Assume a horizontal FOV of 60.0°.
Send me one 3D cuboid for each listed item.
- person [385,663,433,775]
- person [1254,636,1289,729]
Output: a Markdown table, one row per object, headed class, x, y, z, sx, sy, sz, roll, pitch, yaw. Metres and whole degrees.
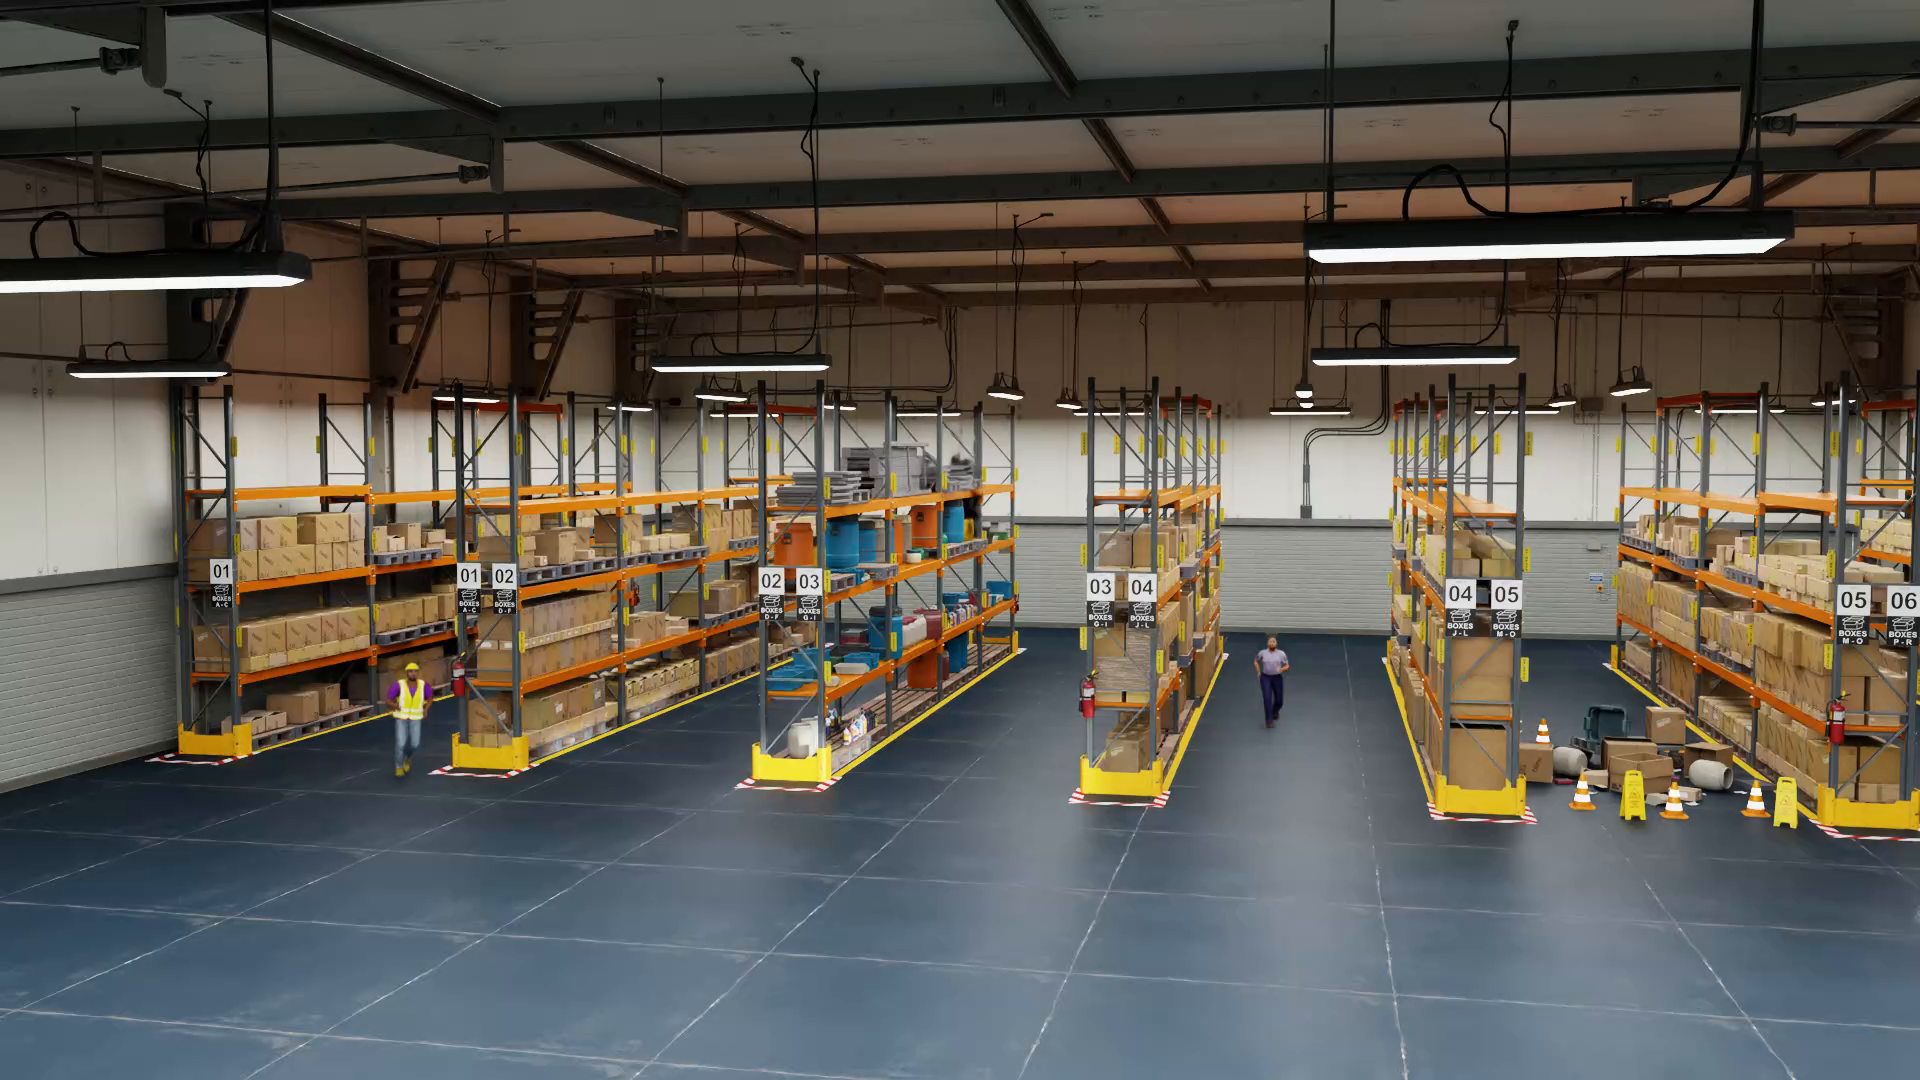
| class | x | y | z | sx | sy | sz | roll | pitch | yaw |
| --- | --- | --- | --- | --- | --- | --- | --- | --- | --- |
| person | -8.368 | 2.724 | 25.326 | 0.708 | 1.710 | 0.595 | -1 | 4 | -24 |
| person | 5.575 | 2.530 | 29.758 | 0.620 | 1.607 | 0.824 | 0 | 3 | 5 |
